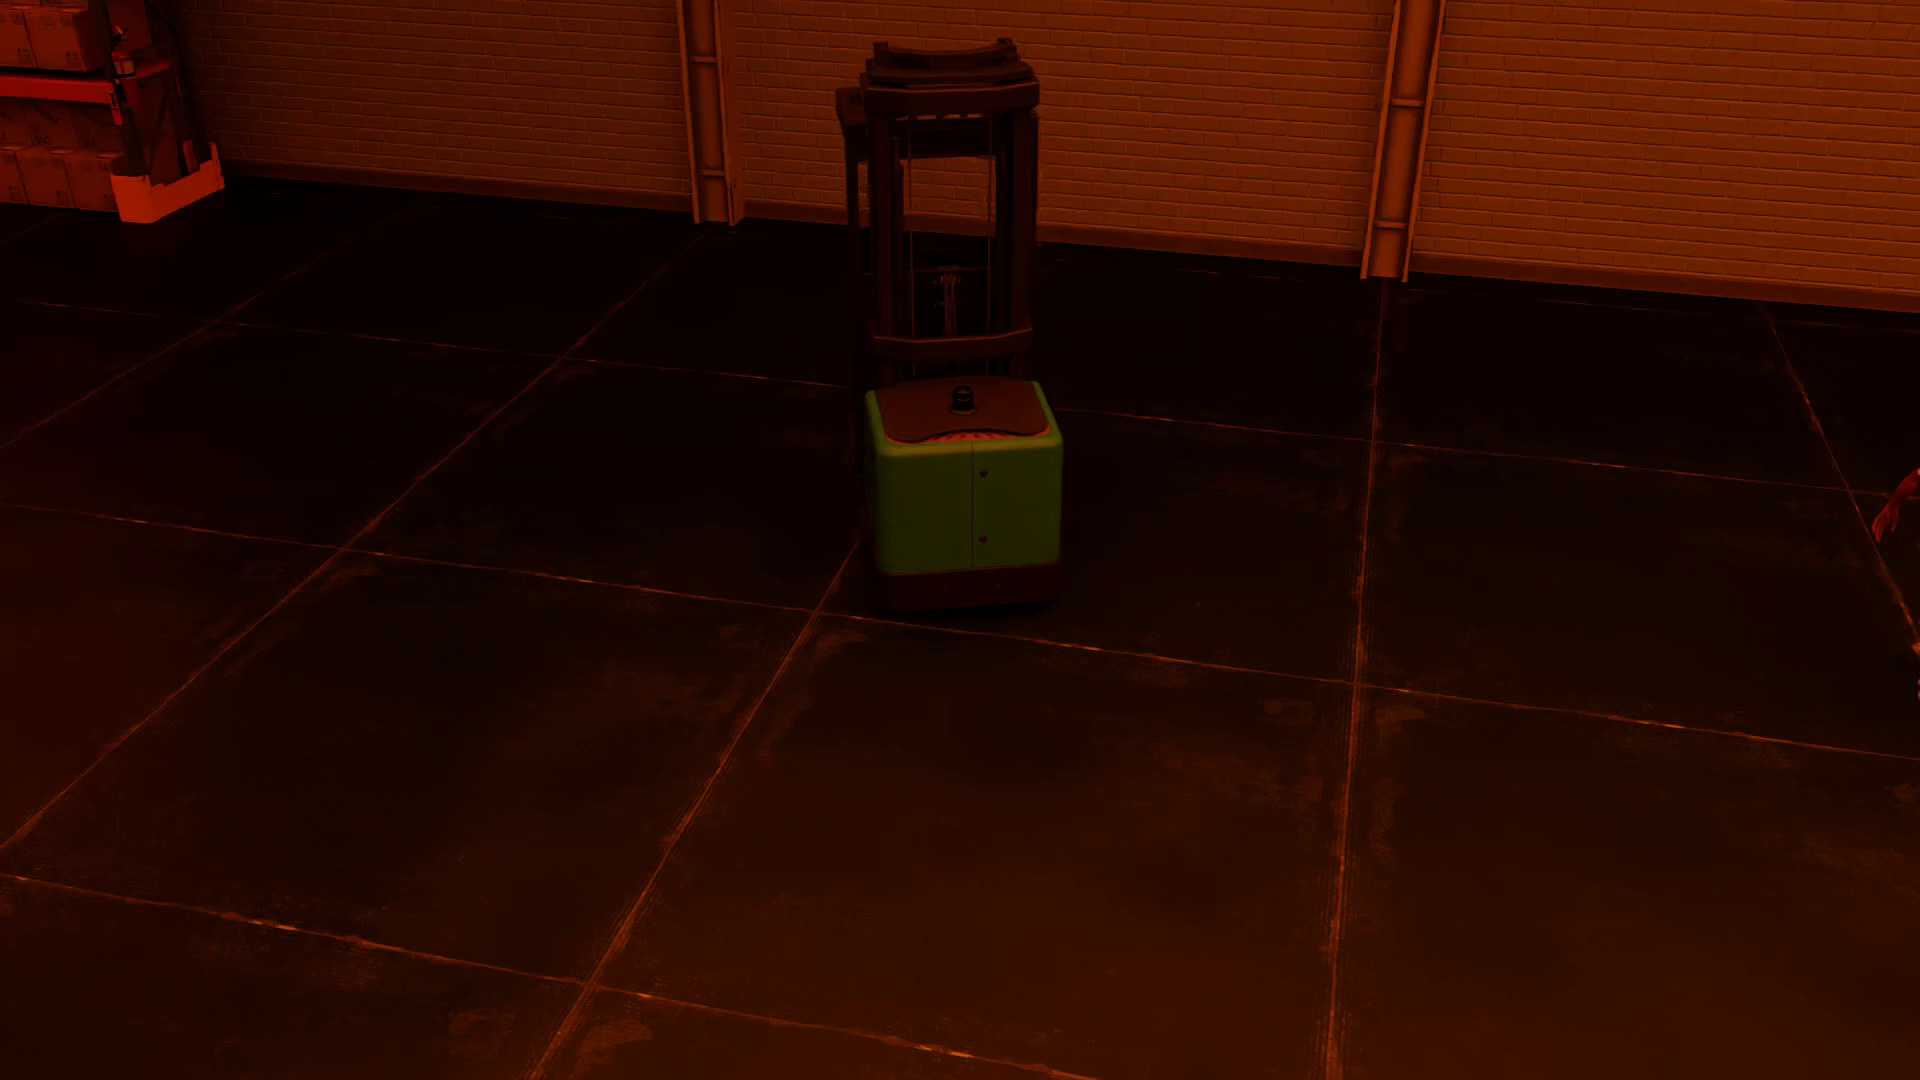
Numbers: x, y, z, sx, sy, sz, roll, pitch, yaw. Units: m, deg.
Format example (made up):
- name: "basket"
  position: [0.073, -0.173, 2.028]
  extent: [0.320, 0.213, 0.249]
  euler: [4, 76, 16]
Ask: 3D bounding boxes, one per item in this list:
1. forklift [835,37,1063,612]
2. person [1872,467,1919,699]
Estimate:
- name: "forklift"
  position: [-0.140, -1.579, 9.958]
  extent: [1.130, 2.935, 3.031]
  euler: [-4, 30, -7]
- name: "person"
  position: [5.131, 0.069, 8.339]
  extent: [0.753, 1.714, 0.753]
  euler: [-7, 30, -12]
